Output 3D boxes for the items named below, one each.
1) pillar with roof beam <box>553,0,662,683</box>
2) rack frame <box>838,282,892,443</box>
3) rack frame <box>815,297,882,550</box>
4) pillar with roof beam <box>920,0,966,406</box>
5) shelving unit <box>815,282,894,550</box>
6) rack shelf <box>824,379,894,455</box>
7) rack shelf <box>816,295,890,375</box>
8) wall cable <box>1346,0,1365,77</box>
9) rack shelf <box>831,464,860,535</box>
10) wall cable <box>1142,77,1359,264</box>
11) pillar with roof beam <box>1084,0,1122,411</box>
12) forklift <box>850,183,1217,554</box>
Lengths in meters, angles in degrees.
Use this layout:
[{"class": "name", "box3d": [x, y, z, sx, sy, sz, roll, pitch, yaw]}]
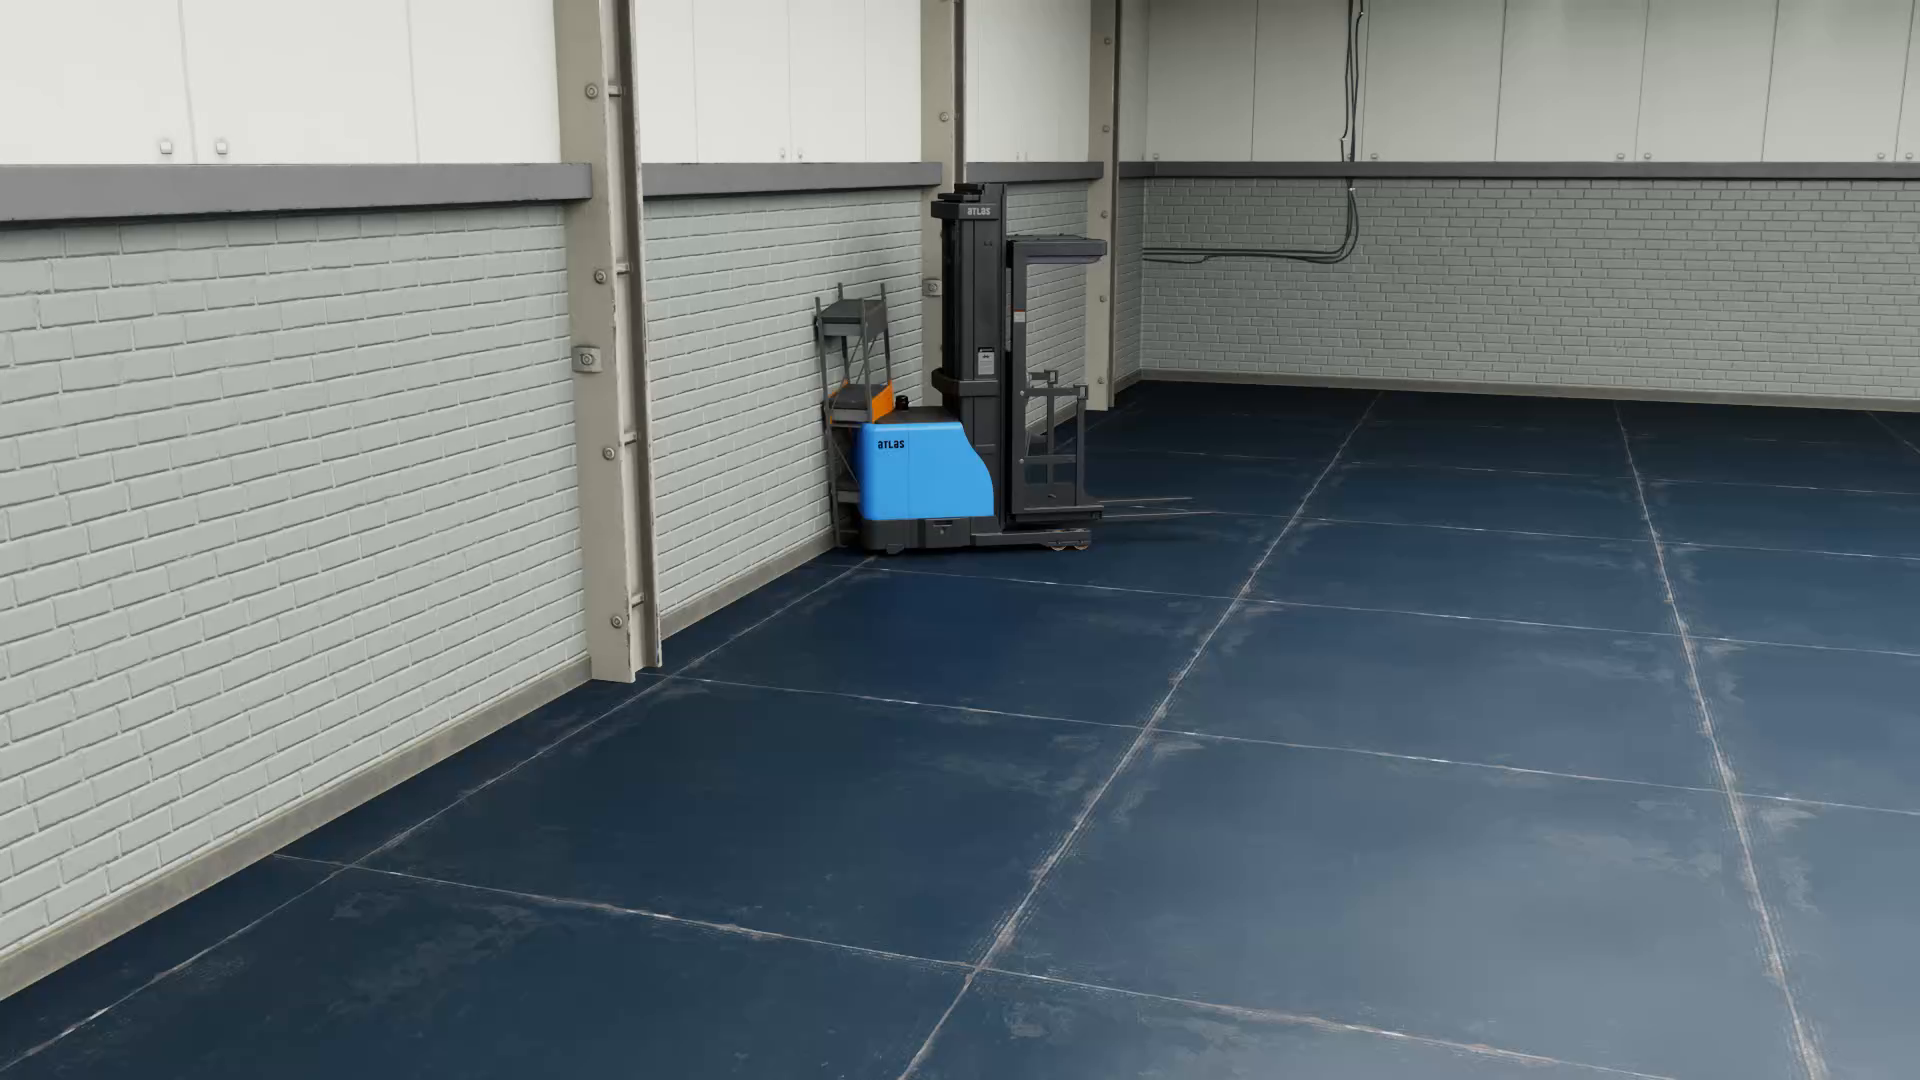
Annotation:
[{"class": "pillar with roof beam", "box3d": [1.982, -3.256, 8.031, 9.100, 9.000, 0.400, 4, 14, 18]}, {"class": "rack frame", "box3d": [-0.738, -1.087, 13.731, 0.400, 2.100, 0.015, 4, 23, 17]}, {"class": "rack frame", "box3d": [-0.882, -0.909, 13.300, 0.400, 2.100, 0.015, 4, 23, 17]}, {"class": "pillar with roof beam", "box3d": [3.924, -4.519, 13.566, 9.100, 9.000, 0.400, 4, 14, 18]}, {"class": "shelving unit", "box3d": [-0.810, -0.998, 13.516, 0.431, 2.100, 0.503, 4, 23, 17]}, {"class": "rack shelf", "box3d": [-0.809, -0.986, 13.521, 0.431, 0.518, 0.480, 4, 23, 17]}, {"class": "rack shelf", "box3d": [-0.846, -1.636, 13.265, 0.431, 0.518, 0.480, 4, 23, 17]}, {"class": "wall cable", "box3d": [6.556, -7.371, 21.689, 3.097, 2.526, 0.112, 4, 14, 18]}, {"class": "rack shelf", "box3d": [-0.772, -0.335, 13.777, 0.431, 0.518, 0.480, 4, 23, 17]}, {"class": "wall cable", "box3d": [3.996, -5.104, 23.105, 3.097, 2.526, 0.112, 4, 14, 18]}, {"class": "pillar with roof beam", "box3d": [5.865, -5.783, 19.101, 9.100, 9.000, 0.400, 4, 14, 18]}, {"class": "forklift", "box3d": [0.619, -1.456, 13.779, 3.031, 2.935, 1.130, -2, 13, -11]}]
